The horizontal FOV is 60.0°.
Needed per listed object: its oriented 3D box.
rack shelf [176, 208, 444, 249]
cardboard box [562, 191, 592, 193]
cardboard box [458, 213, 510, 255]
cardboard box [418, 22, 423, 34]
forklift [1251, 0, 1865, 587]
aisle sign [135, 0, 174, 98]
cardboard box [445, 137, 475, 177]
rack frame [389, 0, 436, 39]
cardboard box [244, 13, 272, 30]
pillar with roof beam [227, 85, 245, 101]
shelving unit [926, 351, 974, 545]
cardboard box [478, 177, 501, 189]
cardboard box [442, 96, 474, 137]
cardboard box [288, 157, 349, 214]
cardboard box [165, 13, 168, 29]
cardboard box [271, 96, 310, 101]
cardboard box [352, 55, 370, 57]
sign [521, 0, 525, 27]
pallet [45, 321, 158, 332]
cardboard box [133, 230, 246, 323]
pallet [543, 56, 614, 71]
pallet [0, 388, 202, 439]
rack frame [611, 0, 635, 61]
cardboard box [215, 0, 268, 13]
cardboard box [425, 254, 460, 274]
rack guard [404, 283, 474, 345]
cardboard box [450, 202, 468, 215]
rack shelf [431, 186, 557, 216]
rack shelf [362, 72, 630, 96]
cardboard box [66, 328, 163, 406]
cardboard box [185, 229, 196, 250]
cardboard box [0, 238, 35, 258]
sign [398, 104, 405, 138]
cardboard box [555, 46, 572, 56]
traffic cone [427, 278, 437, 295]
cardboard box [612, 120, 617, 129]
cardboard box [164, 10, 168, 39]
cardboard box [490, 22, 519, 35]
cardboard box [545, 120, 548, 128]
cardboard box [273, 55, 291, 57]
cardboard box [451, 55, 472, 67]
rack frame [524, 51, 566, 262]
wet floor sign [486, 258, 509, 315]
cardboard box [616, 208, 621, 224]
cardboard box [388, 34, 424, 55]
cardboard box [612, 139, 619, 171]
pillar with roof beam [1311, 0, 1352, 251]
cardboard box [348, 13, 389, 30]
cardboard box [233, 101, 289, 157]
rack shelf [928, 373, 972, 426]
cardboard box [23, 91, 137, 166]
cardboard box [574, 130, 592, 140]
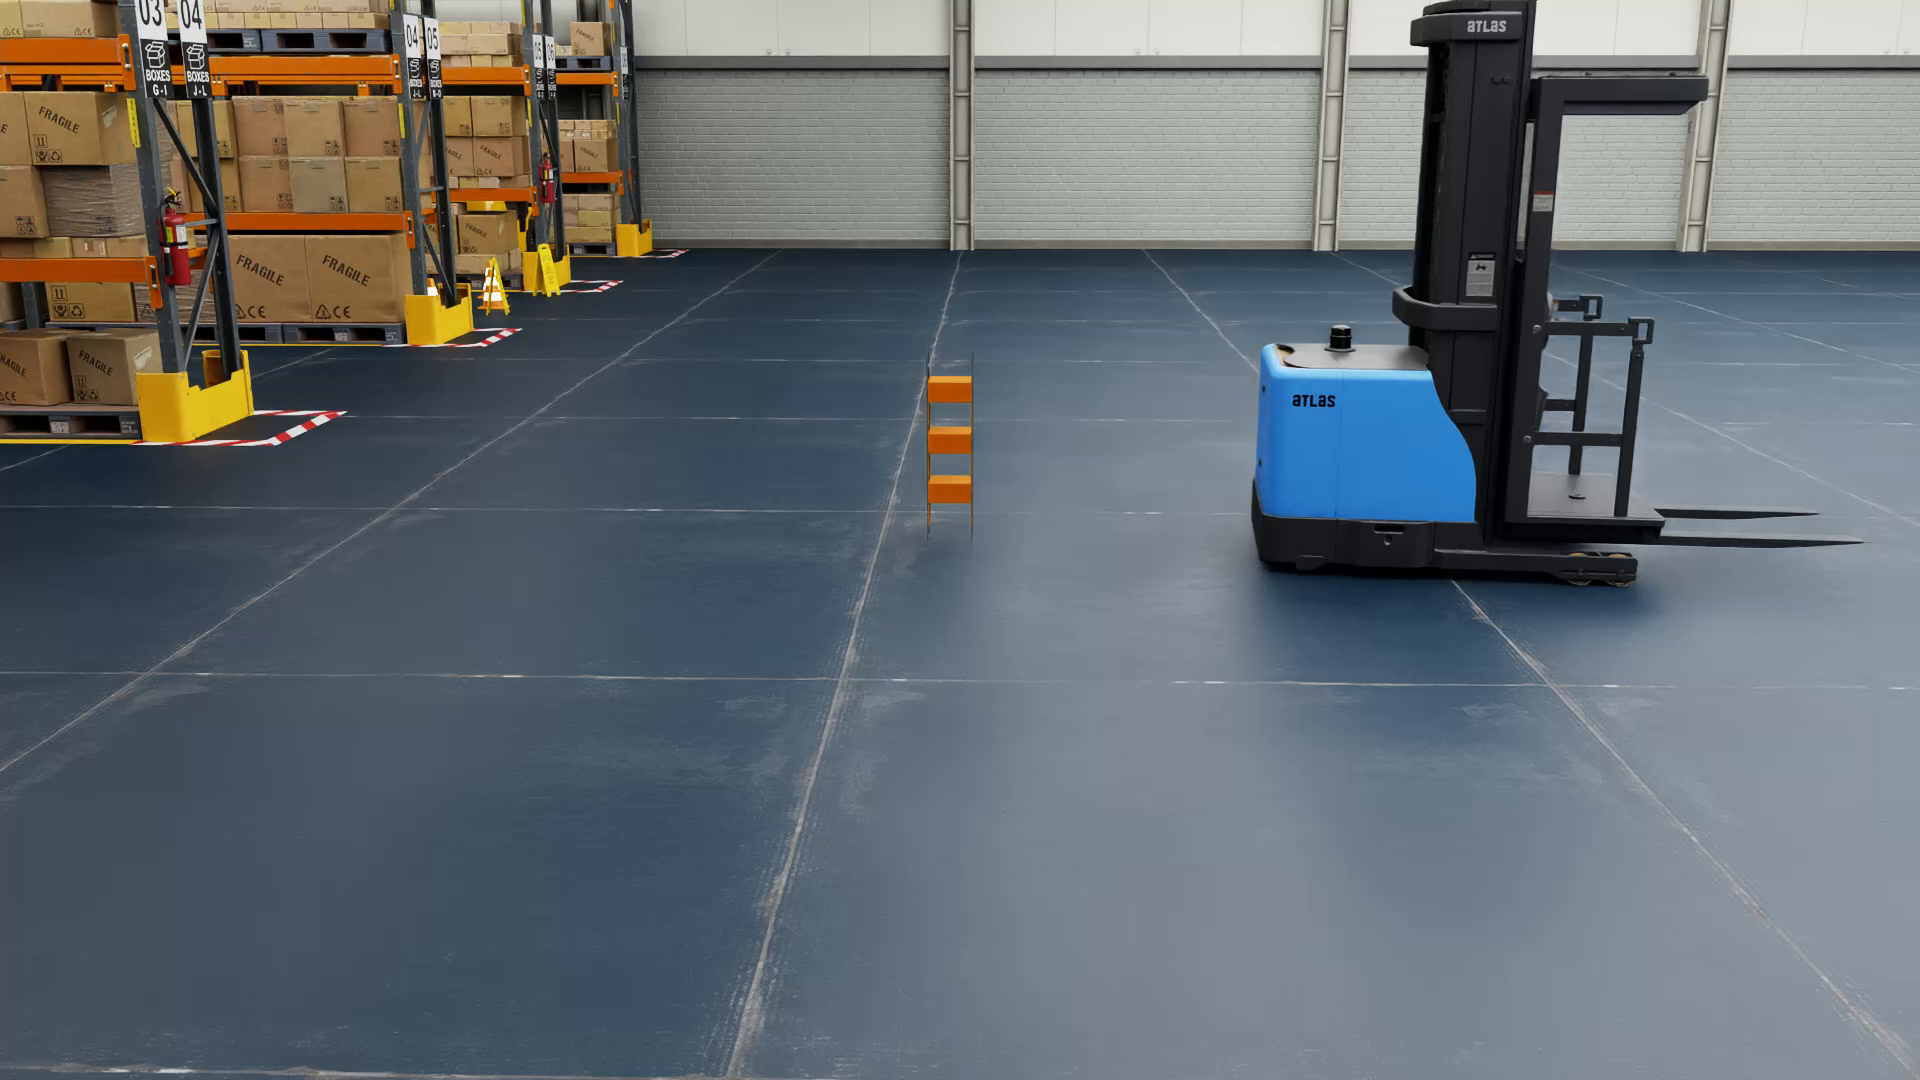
[{"bbox_3d":[-7.437,-3.233,17.125,4.000,0.370,1.077,0,15,1],"label":"rack shelf"},{"bbox_3d":[-6.264,-5.508,26.942,0.500,0.250,0.500,0,15,2],"label":"cardboard box"},{"bbox_3d":[-6.219,-4.006,21.740,0.500,0.500,0.500,0,15,2],"label":"cardboard box"},{"bbox_3d":[-6.766,-6.499,21.143,0.250,0.149,0.380,0,15,1],"label":"cardboard box"},{"bbox_3d":[3.125,-1.322,8.607,3.031,2.935,1.130,2,15,7],"label":"forklift"},{"bbox_3d":[-5.611,-3.484,11.569,0.004,0.787,0.394,0,15,1],"label":"aisle sign"},{"bbox_3d":[-6.462,-4.961,21.484,0.500,0.500,0.500,0,15,2],"label":"cardboard box"},{"bbox_3d":[-5.437,-6.469,16.218,0.127,3.000,1.000,0,15,1],"label":"rack frame"},{"bbox_3d":[-6.796,-5.071,16.272,0.250,0.149,0.380,0,15,1],"label":"cardboard box"},{"bbox_3d":[-12.070,-8.173,22.679,0.400,9.000,9.100,0,15,1],"label":"pillar with roof beam"},{"bbox_3d":[-0.053,-0.508,9.207,0.252,1.050,0.215,0,15,1],"label":"shelving unit"},{"bbox_3d":[-6.047,-4.631,21.504,0.250,0.149,0.380,0,15,1],"label":"cardboard box"},{"bbox_3d":[-6.434,-5.459,21.414,0.500,0.500,0.700,1,15,2],"label":"cardboard box"},{"bbox_3d":[-6.360,-3.629,16.922,0.550,0.550,0.875,0,15,1],"label":"cardboard box"},{"bbox_3d":[-7.807,-5.077,16.298,0.250,0.149,0.380,0,15,1],"label":"cardboard box"},{"bbox_3d":[-8.466,-5.466,21.437,0.500,0.500,0.700,0,15,2],"label":"cardboard box"},{"bbox_3d":[-7.561,-6.111,21.235,0.250,0.149,0.380,0,15,2],"label":"cardboard box"},{"bbox_3d":[-5.446,-6.568,20.739,0.005,0.325,0.100,0,15,1],"label":"sign"},{"bbox_3d":[-8.678,-2.221,17.344,1.213,0.211,1.003,0,15,1],"label":"pallet"},{"bbox_3d":[-7.908,-2.743,17.198,0.875,0.875,0.875,0,15,2],"label":"cardboard box"},{"bbox_3d":[-5.995,-7.516,26.240,1.213,0.211,1.003,0,15,1],"label":"pallet"},{"bbox_3d":[-6.552,-0.970,12.604,1.213,0.211,1.003,0,15,1],"label":"pallet"},{"bbox_3d":[-5.289,-8.998,25.803,0.127,3.000,1.000,0,15,1],"label":"rack frame"},{"bbox_3d":[-6.935,-5.280,16.284,0.500,0.250,0.500,0,15,1],"label":"cardboard box"},{"bbox_3d":[-6.744,-3.647,21.848,0.500,0.250,0.500,0,15,2],"label":"cardboard box"},{"bbox_3d":[-5.413,-2.359,17.302,0.348,0.500,1.175,0,15,1],"label":"rack guard"},{"bbox_3d":[-6.588,-4.305,21.601,0.250,0.149,0.380,1,15,3],"label":"cardboard box"},{"bbox_3d":[-7.411,-4.496,21.912,4.000,0.370,1.077,0,15,1],"label":"rack shelf"},{"bbox_3d":[-7.288,-7.212,26.327,4.000,0.370,1.077,0,15,1],"label":"rack shelf"},{"bbox_3d":[-6.289,-1.306,12.489,0.500,0.500,0.500,3,15,12],"label":"cardboard box"},{"bbox_3d":[-5.944,-2.245,12.461,0.250,0.149,0.380,0,15,1],"label":"cardboard box"},{"bbox_3d":[-6.706,-2.127,12.016,0.250,0.149,0.380,0,15,1],"label":"cardboard box"},{"bbox_3d":[-5.465,-4.104,16.282,0.005,0.325,0.100,0,15,1],"label":"sign"},{"bbox_3d":[-6.125,-7.605,25.879,0.250,0.149,0.380,0,15,0],"label":"cardboard box"},{"bbox_3d":[-5.932,-2.707,18.693,0.334,0.463,0.336,0,15,1],"label":"traffic cone"},{"bbox_3d":[-5.619,-6.659,26.650,0.250,0.149,0.380,0,15,0],"label":"cardboard box"},{"bbox_3d":[-6.140,-3.751,12.090,0.500,0.250,0.500,1,15,3],"label":"cardboard box"},{"bbox_3d":[-5.757,-6.472,21.041,0.250,0.149,0.380,1,15,2],"label":"cardboard box"},{"bbox_3d":[-6.409,-6.560,26.275,0.250,0.149,0.380,0,15,2],"label":"cardboard box"},{"bbox_3d":[-8.594,-6.132,21.314,0.250,0.149,0.380,0,15,1],"label":"cardboard box"},{"bbox_3d":[-6.290,-6.095,21.173,0.250,0.149,0.380,1,15,3],"label":"cardboard box"},{"bbox_3d":[-5.412,-4.831,21.771,0.127,3.000,1.000,0,15,1],"label":"rack frame"},{"bbox_3d":[-5.358,-2.934,19.197,0.232,0.644,0.267,-2,15,-8],"label":"wet floor sign"},{"bbox_3d":[-5.753,-5.268,27.015,0.500,0.250,0.500,1,15,2],"label":"cardboard box"},{"bbox_3d":[-6.952,-6.293,21.143,0.500,0.250,0.500,1,15,3],"label":"cardboard box"},{"bbox_3d":[-5.777,-6.219,26.837,0.500,0.500,0.500,1,15,3],"label":"cardboard box"},{"bbox_3d":[5.924,-8.056,22.234,0.400,9.000,9.100,0,15,1],"label":"pillar with roof beam"},{"bbox_3d":[-5.778,-5.064,16.247,0.250,0.149,0.380,0,15,1],"label":"cardboard box"},{"bbox_3d":[-6.916,-4.193,16.943,0.550,0.550,0.875,0,15,1],"label":"cardboard box"},{"bbox_3d":[-0.053,-0.772,9.138,0.240,0.259,0.215,0,15,1],"label":"rack shelf"},{"bbox_3d":[-6.221,-2.920,11.788,0.500,0.500,0.500,0,15,1],"label":"cardboard box"},{"bbox_3d":[-5.899,-6.384,26.189,0.250,0.149,0.380,1,15,2],"label":"cardboard box"}]
